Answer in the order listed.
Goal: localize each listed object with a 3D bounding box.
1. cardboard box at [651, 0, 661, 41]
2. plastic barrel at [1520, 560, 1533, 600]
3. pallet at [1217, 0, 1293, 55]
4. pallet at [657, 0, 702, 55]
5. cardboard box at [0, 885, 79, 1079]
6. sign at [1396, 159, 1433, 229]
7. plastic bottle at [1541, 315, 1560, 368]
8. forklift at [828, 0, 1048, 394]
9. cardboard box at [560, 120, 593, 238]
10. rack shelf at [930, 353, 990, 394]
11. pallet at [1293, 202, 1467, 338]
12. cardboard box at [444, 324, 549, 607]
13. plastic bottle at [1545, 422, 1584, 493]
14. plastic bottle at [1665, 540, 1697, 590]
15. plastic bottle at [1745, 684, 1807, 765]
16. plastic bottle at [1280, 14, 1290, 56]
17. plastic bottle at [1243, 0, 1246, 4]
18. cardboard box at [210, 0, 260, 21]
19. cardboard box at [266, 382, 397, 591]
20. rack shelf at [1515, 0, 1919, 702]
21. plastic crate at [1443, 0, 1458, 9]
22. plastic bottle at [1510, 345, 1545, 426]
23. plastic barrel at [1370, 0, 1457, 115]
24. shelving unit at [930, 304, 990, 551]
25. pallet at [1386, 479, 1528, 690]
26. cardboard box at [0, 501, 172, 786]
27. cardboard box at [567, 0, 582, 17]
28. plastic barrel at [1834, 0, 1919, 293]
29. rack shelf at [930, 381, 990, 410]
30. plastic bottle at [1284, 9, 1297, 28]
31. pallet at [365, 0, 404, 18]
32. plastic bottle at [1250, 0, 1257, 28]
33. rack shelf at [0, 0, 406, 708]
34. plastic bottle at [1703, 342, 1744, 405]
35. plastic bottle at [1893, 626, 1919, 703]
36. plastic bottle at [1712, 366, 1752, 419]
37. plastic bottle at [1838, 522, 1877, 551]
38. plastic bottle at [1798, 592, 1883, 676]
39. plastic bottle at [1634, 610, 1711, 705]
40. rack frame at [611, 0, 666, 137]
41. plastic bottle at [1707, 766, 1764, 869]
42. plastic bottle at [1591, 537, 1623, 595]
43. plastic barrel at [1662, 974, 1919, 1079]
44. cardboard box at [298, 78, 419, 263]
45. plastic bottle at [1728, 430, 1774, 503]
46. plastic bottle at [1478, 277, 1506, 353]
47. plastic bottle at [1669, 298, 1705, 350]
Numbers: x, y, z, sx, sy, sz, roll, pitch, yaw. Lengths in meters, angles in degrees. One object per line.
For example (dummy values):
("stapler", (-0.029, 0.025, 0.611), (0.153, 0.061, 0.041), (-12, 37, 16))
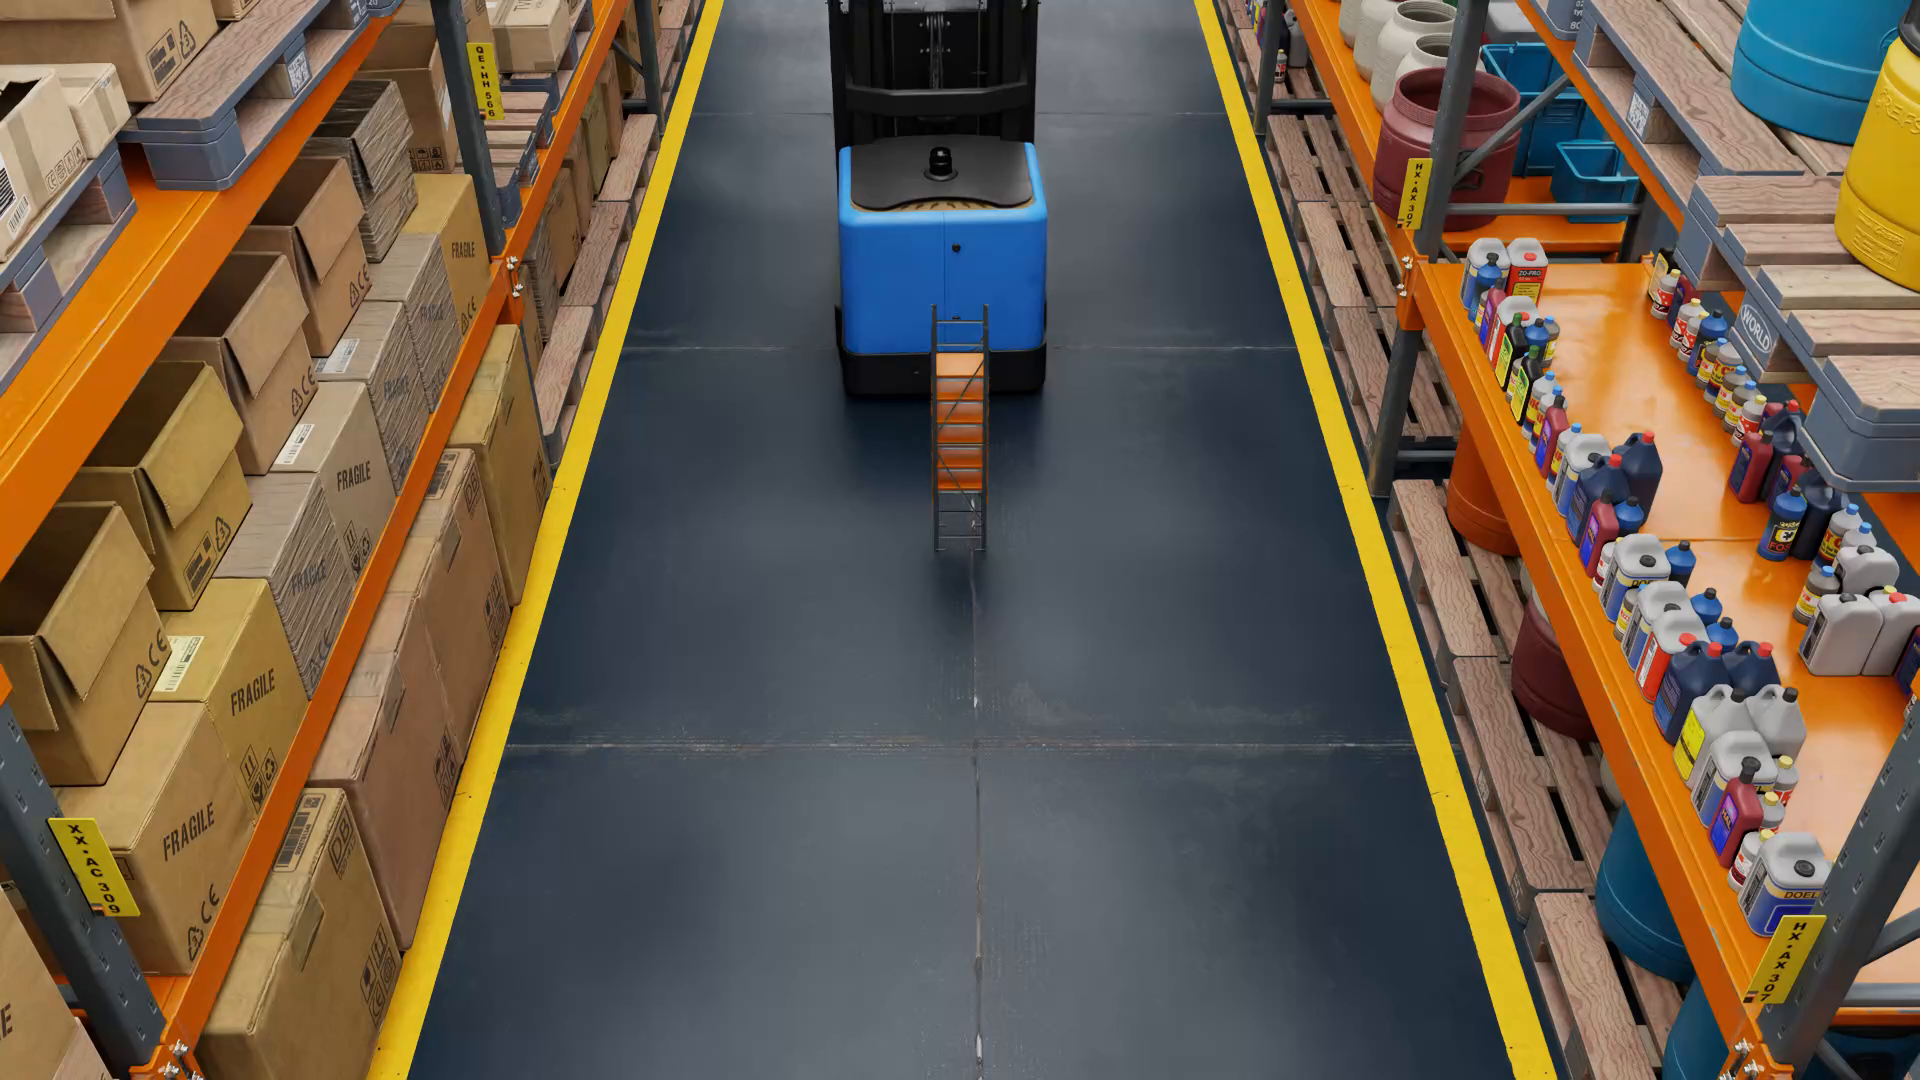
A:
("cardboard box", (-2.450, -3.701, 11.633), (0.500, 0.500, 0.500), (12, 40, 14))
("plastic barrel", (2.584, 0.059, 6.931), (0.421, 0.512, 0.421), (0, 39, 0))
("pallet", (2.508, -4.005, 12.578), (1.003, 0.211, 1.213), (0, 39, 0))
("pallet", (-2.522, -4.001, 12.574), (1.003, 0.211, 1.213), (0, 39, 0))
("cardboard box", (-2.204, 1.036, 3.342), (0.500, 0.500, 0.500), (1, 39, 1))
("sign", (1.926, -1.465, 7.049), (0.100, 0.325, 0.005), (0, 39, 0))
("plastic bottle", (2.279, -0.781, 6.484), (0.097, 0.201, 0.097), (0, 39, 0))
("forklift", (-0.152, -2.796, 8.896), (1.130, 2.935, 3.031), (-2, 39, -2))
("cardboard box", (-2.520, -2.068, 9.580), (0.700, 0.500, 0.500), (-3, 39, -4))
("rack shelf", (0.000, -0.724, 7.189), (0.258, 0.103, 0.180), (0, 39, 0))
("pallet", (2.515, -1.564, 9.533), (1.003, 0.211, 1.213), (0, 39, 0))
("cardboard box", (-2.497, -0.306, 7.097), (1.225, 0.875, 0.875), (-2, 39, -2))
("plastic bottle", (2.127, -0.291, 5.817), (0.097, 0.271, 0.097), (0, 39, 0))
("plastic bottle", (2.280, 0.114, 5.312), (0.097, 0.271, 0.097), (0, 39, 0))
("plastic bottle", (2.297, 0.539, 4.718), (0.144, 0.351, 0.185), (0, 39, 0))
("plastic bottle", (2.183, -3.448, 11.421), (0.144, 0.351, 0.185), (-1, 39, -1))
("plastic bottle", (2.158, -4.105, 12.304), (0.097, 0.271, 0.097), (0, 39, 0))
("cardboard box", (-2.315, -1.855, 4.852), (0.500, 0.500, 0.500), (2, 39, 2))
("cardboard box", (-2.230, -0.179, 5.495), (0.500, 0.500, 0.500), (1, 39, 1))
("rack shelf", (2.478, -1.046, 4.833), (1.077, 0.370, 4.000), (0, 39, 0))
("plastic crate", (2.756, -2.736, 8.935), (0.450, 0.188, 0.662), (0, 39, 0))
("plastic bottle", (2.109, -0.573, 6.159), (0.061, 0.283, 0.133), (0, 39, 0))
("plastic barrel", (2.261, -2.357, 8.203), (0.421, 0.512, 0.421), (0, 39, 0))
("shelving unit", (0.000, -0.477, 7.386), (0.258, 1.200, 0.189), (0, 39, 0))
("pallet", (2.519, 0.175, 7.363), (1.003, 0.211, 1.213), (0, 39, 0))
("cardboard box", (-2.481, 0.269, 4.134), (0.797, 0.503, 0.637), (-1, 39, -1))
("cardboard box", (-2.387, -3.025, 8.707), (0.797, 0.503, 0.637), (4, 39, 5))
("plastic barrel", (2.277, -0.884, 3.569), (0.600, 0.588, 0.600), (0, 39, 0))
("rack shelf", (0.000, -0.630, 7.264), (0.258, 0.103, 0.180), (0, 39, 0))
("plastic bottle", (2.330, -3.555, 11.614), (0.152, 0.276, 0.135), (0, 39, 0))
("pallet", (-2.423, -2.097, 5.721), (1.213, 0.211, 1.003), (2, 39, 2))
("plastic bottle", (2.186, -3.843, 11.973), (0.152, 0.276, 0.135), (1, 39, 1))
("rack shelf", (-2.475, -1.042, 4.828), (1.077, 0.370, 4.000), (0, 39, 0))
("plastic bottle", (2.886, -0.644, 6.257), (0.097, 0.271, 0.097), (0, 39, 0))
("plastic bottle", (2.906, 0.355, 5.001), (0.061, 0.283, 0.133), (0, 39, 0))
("plastic bottle", (2.886, -0.555, 6.203), (0.097, 0.201, 0.097), (0, 39, 0))
("plastic bottle", (2.887, 0.059, 5.381), (0.097, 0.271, 0.097), (0, 39, 0))
("plastic bottle", (2.708, 0.275, 5.108), (0.152, 0.276, 0.135), (0, 39, 0))
("plastic bottle", (2.156, 0.353, 5.010), (0.152, 0.276, 0.135), (0, 39, 0))
("rack frame", (-2.481, -3.904, 10.223), (1.000, 3.000, 0.127), (0, 39, 0))
("plastic bottle", (2.111, 0.750, 4.509), (0.061, 0.283, 0.133), (0, 39, 0))
("plastic bottle", (2.128, 0.081, 5.410), (0.097, 0.201, 0.097), (0, 39, 0))
("plastic barrel", (2.497, 1.410, 4.935), (0.600, 0.901, 0.708), (0, 39, 0))
("cardboard box", (-2.492, -1.376, 6.186), (0.797, 0.503, 0.637), (1, 39, 1))
("plastic bottle", (2.761, -0.278, 5.791), (0.061, 0.283, 0.133), (0, 39, 0))
("plastic bottle", (2.108, -0.885, 6.548), (0.061, 0.283, 0.133), (0, 39, 0))
("plastic bottle", (2.885, -0.860, 6.583), (0.097, 0.201, 0.097), (0, 39, 0))
